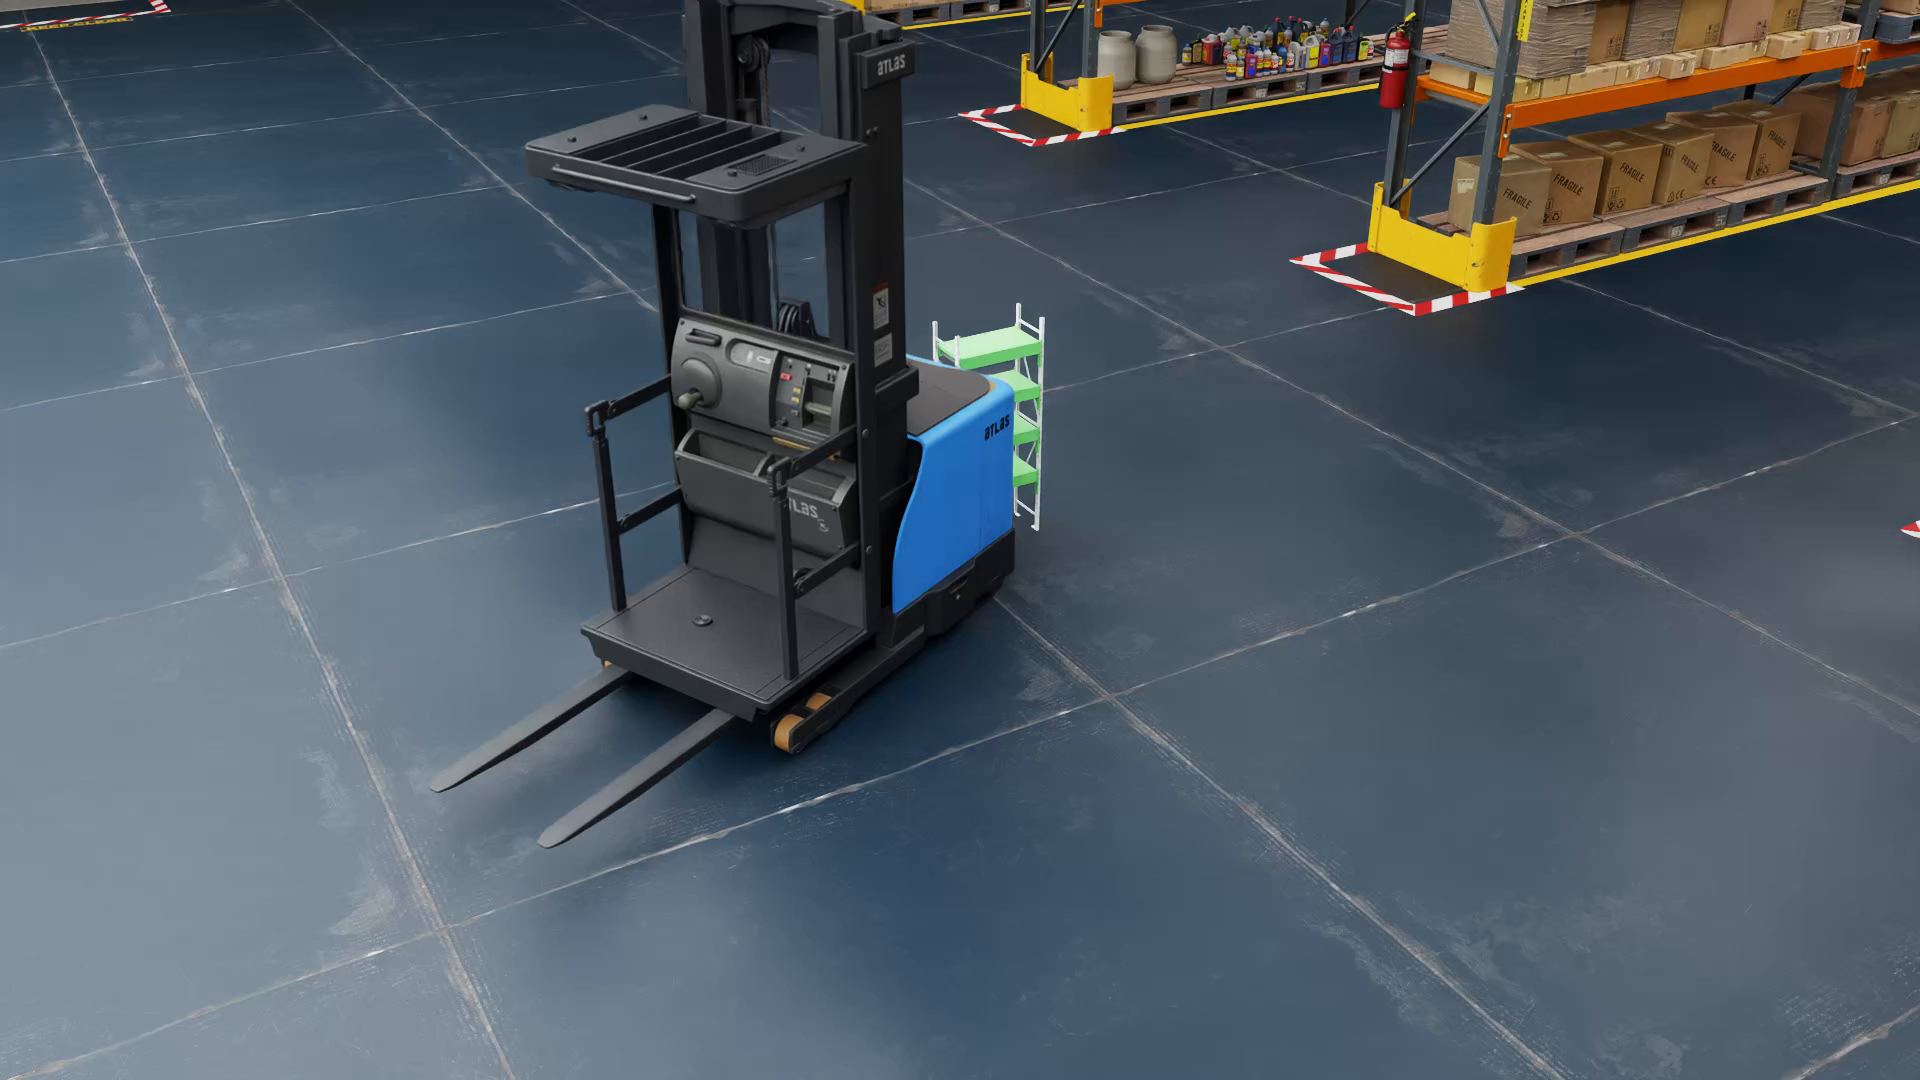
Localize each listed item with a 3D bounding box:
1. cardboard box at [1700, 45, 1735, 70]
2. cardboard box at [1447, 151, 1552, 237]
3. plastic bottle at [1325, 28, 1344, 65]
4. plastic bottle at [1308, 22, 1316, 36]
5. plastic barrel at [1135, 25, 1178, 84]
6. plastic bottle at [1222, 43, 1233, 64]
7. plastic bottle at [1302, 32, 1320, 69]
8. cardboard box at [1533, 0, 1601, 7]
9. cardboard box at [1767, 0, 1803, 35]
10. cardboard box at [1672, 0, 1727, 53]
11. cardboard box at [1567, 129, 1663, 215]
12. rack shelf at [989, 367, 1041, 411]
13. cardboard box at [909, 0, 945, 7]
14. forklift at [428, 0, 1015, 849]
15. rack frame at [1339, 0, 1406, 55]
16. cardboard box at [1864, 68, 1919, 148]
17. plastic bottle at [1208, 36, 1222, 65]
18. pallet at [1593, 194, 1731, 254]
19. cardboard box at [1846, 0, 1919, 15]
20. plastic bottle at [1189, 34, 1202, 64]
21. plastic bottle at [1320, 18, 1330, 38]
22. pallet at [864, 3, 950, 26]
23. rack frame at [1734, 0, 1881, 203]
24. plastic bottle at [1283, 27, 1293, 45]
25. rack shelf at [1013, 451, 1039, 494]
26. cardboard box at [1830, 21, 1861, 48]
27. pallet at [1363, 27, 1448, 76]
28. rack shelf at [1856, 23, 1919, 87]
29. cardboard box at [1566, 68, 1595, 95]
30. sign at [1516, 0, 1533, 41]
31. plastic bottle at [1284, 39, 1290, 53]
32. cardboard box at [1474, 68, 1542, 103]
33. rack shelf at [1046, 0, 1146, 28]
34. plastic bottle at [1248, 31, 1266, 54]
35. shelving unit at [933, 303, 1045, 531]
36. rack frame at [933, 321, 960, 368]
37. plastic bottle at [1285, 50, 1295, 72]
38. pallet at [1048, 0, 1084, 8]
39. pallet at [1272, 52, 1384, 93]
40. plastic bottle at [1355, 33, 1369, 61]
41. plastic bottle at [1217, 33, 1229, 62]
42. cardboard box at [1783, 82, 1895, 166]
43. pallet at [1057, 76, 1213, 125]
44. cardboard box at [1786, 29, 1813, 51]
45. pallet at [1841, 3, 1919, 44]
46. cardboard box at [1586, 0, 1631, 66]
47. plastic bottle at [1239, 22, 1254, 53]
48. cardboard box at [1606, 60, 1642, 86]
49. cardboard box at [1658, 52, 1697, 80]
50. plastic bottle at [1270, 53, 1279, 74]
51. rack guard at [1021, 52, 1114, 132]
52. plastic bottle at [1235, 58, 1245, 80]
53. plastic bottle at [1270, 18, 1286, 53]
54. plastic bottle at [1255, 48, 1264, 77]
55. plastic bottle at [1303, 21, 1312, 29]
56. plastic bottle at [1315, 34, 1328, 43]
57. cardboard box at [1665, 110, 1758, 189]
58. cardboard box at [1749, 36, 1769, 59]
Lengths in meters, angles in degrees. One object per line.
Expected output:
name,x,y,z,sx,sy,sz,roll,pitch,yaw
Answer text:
cardboard box,5.606,-3.682,12.577,0.250,0.149,0.380,-16,33,-26
cardboard box,4.041,-2.584,12.480,0.500,0.500,0.500,-10,30,-17
plastic bottle,3.859,-5.099,17.172,0.185,0.351,0.144,-18,33,-29
plastic bottle,3.727,-5.364,17.722,0.133,0.283,0.061,-16,33,-26
plastic barrel,1.946,-4.822,16.524,0.421,0.512,0.421,0,29,0
plastic bottle,2.777,-5.049,17.234,0.097,0.201,0.097,0,29,0
plastic bottle,3.581,-5.020,17.029,0.185,0.351,0.144,-16,33,-27
cardboard box,4.107,-3.982,11.414,0.500,0.500,0.500,-16,33,-26
cardboard box,6.075,-4.310,13.044,0.500,0.500,0.875,-16,33,-26
cardboard box,5.243,-4.040,12.555,0.500,0.500,0.875,-16,33,-26
cardboard box,5.089,-2.890,13.035,0.500,0.500,0.500,-13,31,-22
rack shelf,0.143,-0.720,8.449,0.480,0.148,0.258,-16,33,-26
cardboard box,-0.517,-6.619,20.050,0.500,0.250,0.500,-16,33,-26
forklift,-0.967,-0.634,6.865,1.130,2.935,3.031,18,34,29
rack frame,4.434,-6.391,17.227,0.127,3.000,1.000,-16,33,-26
cardboard box,8.386,-3.814,14.687,0.500,0.500,0.700,-19,34,-30
plastic bottle,2.632,-5.054,17.159,0.133,0.283,0.061,-16,33,-26
pallet,5.329,-2.627,13.292,1.213,0.211,1.003,-16,33,-26
cardboard box,7.699,-4.911,13.488,1.000,1.000,1.000,-16,33,-26
plastic bottle,2.438,-5.084,17.214,0.133,0.283,0.061,-15,32,-25
plastic bottle,3.937,-5.494,17.969,0.097,0.271,0.097,0,29,0
pallet,-0.883,-6.460,20.238,1.213,0.211,1.003,-16,33,-26
rack frame,6.943,-4.328,13.488,0.127,3.000,1.000,-16,33,-26
plastic bottle,3.464,-5.279,17.579,0.097,0.271,0.097,0,29,0
rack shelf,0.143,-0.300,8.681,0.480,0.148,0.258,-16,33,-26
cardboard box,6.907,-4.043,13.231,0.250,0.149,0.380,-16,33,-26
pallet,5.091,-5.379,18.278,1.213,0.211,1.003,-16,33,-26
rack shelf,8.667,-4.503,14.549,4.000,0.370,1.077,-16,33,-26
cardboard box,4.309,-3.317,11.917,0.250,0.149,0.380,-16,33,-26
sign,3.769,-3.502,11.095,0.005,0.325,0.100,-16,33,-26
plastic bottle,3.384,-4.997,17.056,0.133,0.283,0.061,-16,33,-26
cardboard box,3.861,-3.209,11.721,0.250,0.149,0.380,-16,33,-26
rack shelf,2.710,-5.587,16.513,4.000,0.370,1.077,-16,33,-26
plastic bottle,3.095,-5.161,17.361,0.135,0.276,0.152,-16,33,-26
shelving unit,0.143,-0.566,8.534,0.503,1.200,0.258,-16,33,-26
rack frame,-0.067,-0.506,8.426,0.015,1.200,0.240,-16,33,-26
plastic bottle,3.351,-4.876,16.923,0.097,0.201,0.097,0,29,0
pallet,1.221,-7.058,21.320,1.213,0.211,1.003,-16,33,-26
pallet,3.834,-5.023,17.634,1.213,0.211,1.003,-16,33,-26
plastic bottle,4.186,-5.139,17.314,0.133,0.283,0.061,-14,32,-24
plastic bottle,2.697,-5.129,17.302,0.135,0.276,0.152,-17,33,-28
cardboard box,7.483,-3.567,14.242,0.500,0.500,0.700,-19,34,-30
pallet,1.730,-4.426,16.552,1.213,0.211,1.003,-16,33,-26
cardboard box,6.440,-3.949,13.062,0.250,0.149,0.380,-16,33,-26
pallet,7.676,-4.370,13.763,1.213,0.211,1.003,-16,33,-26
cardboard box,4.353,-3.818,12.153,0.500,0.500,0.875,-16,33,-26
plastic bottle,2.998,-5.249,17.443,0.185,0.351,0.144,-16,33,-27
cardboard box,4.734,-3.446,12.149,0.250,0.149,0.380,-16,33,-26
cardboard box,5.203,-3.536,12.313,0.250,0.149,0.380,-16,33,-26
plastic bottle,3.173,-4.826,16.831,0.097,0.201,0.097,0,29,0
rack guard,1.027,-4.356,16.126,0.348,0.500,1.175,-16,33,-26
plastic bottle,2.796,-4.719,16.637,0.097,0.201,0.097,0,29,0
plastic bottle,3.365,-5.353,17.632,0.185,0.351,0.144,-17,33,-28
plastic bottle,3.002,-4.808,16.726,0.097,0.271,0.097,0,29,0
plastic bottle,3.672,-5.405,17.804,0.135,0.276,0.152,-15,32,-25
plastic bottle,3.762,-5.122,17.291,0.135,0.276,0.152,-16,33,-26
cardboard box,6.088,-3.193,13.583,0.500,0.500,0.500,-6,29,-11
cardboard box,5.999,-3.836,12.856,0.250,0.149,0.380,-16,33,-26
